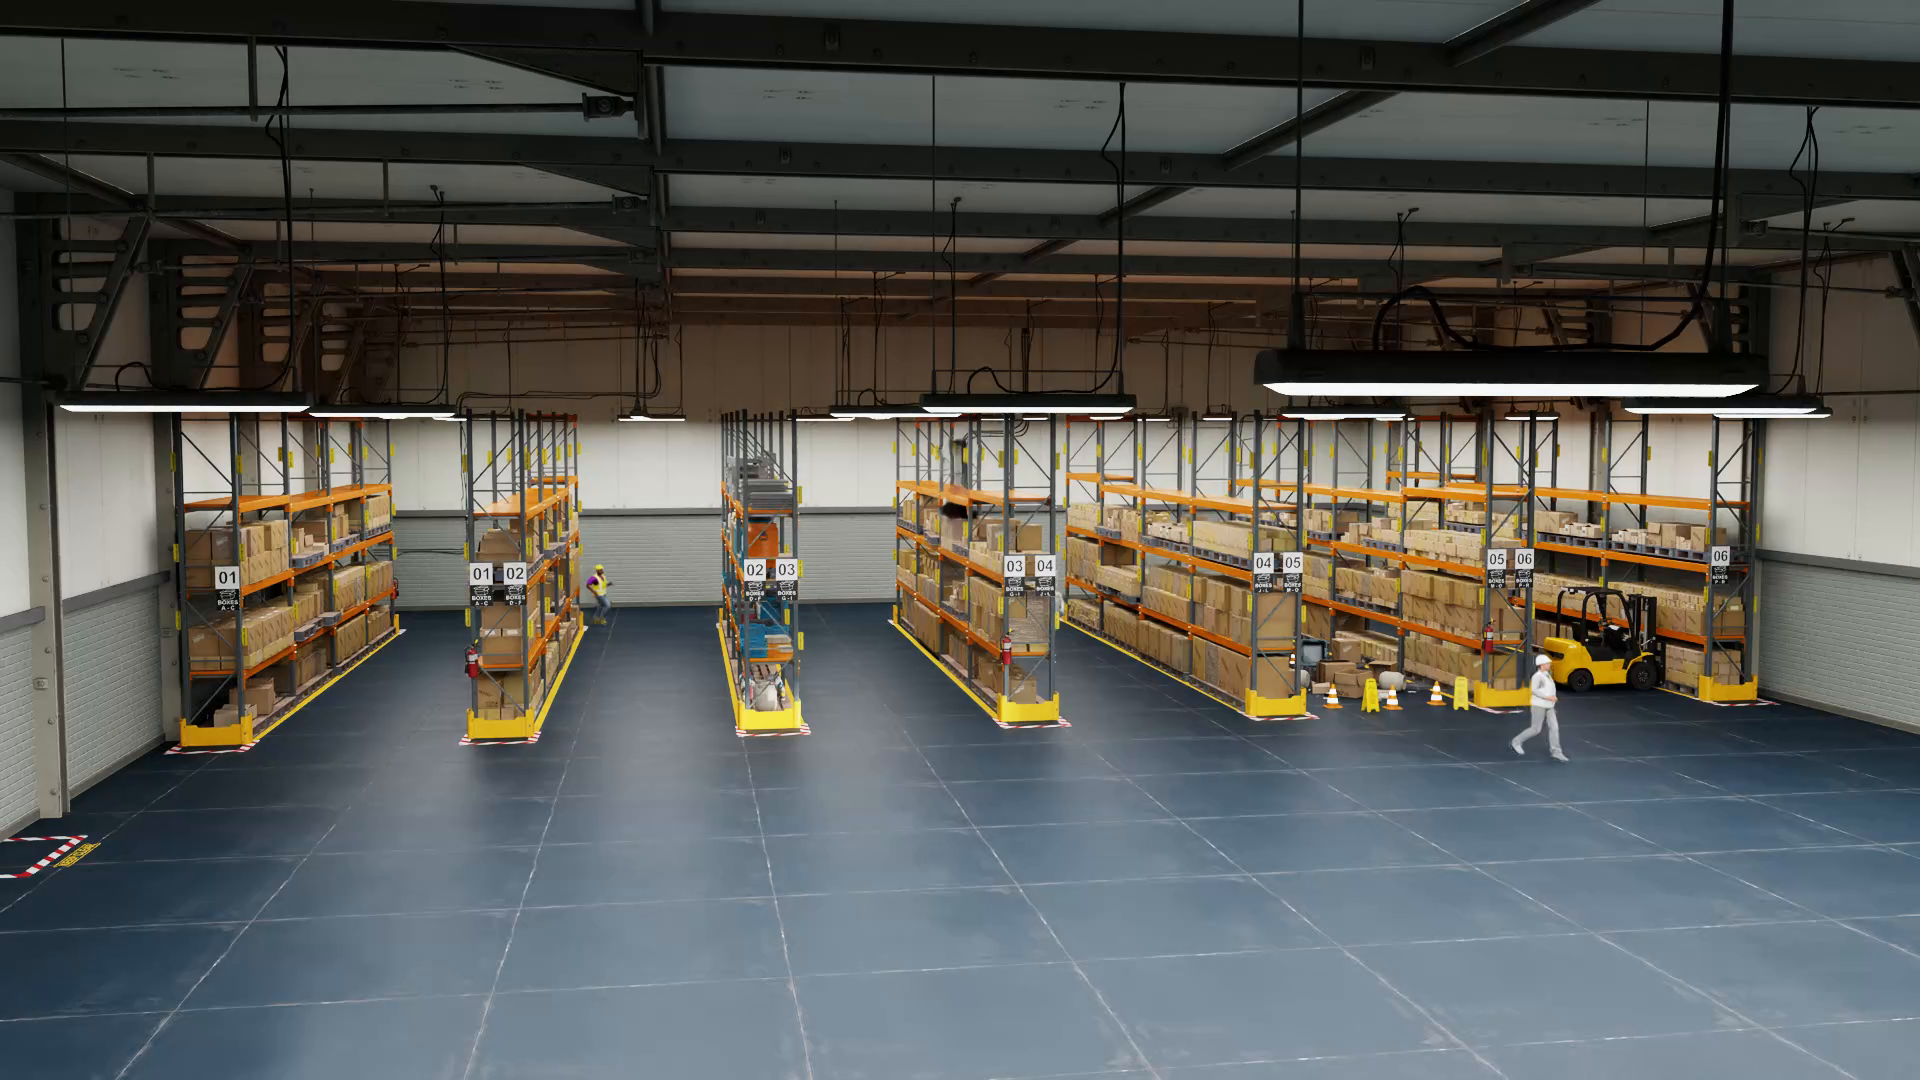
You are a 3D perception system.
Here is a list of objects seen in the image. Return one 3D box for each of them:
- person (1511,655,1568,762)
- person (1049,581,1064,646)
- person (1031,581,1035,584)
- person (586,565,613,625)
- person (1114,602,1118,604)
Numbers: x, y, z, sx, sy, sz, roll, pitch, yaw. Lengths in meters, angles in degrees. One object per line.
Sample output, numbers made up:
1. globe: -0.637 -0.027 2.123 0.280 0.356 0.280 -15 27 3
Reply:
1. person: 9.960 2.849 28.397 0.976 1.773 0.698 4 5 43
2. person: 2.274 1.801 40.298 0.605 1.665 0.529 -1 4 -9
3. person: 2.134 1.656 46.824 0.566 1.628 0.573 -1 4 -9
4. person: -10.216 1.578 47.247 0.679 1.761 0.702 1 4 8
5. person: 4.971 1.371 50.667 0.891 1.588 0.535 -2 4 -23
